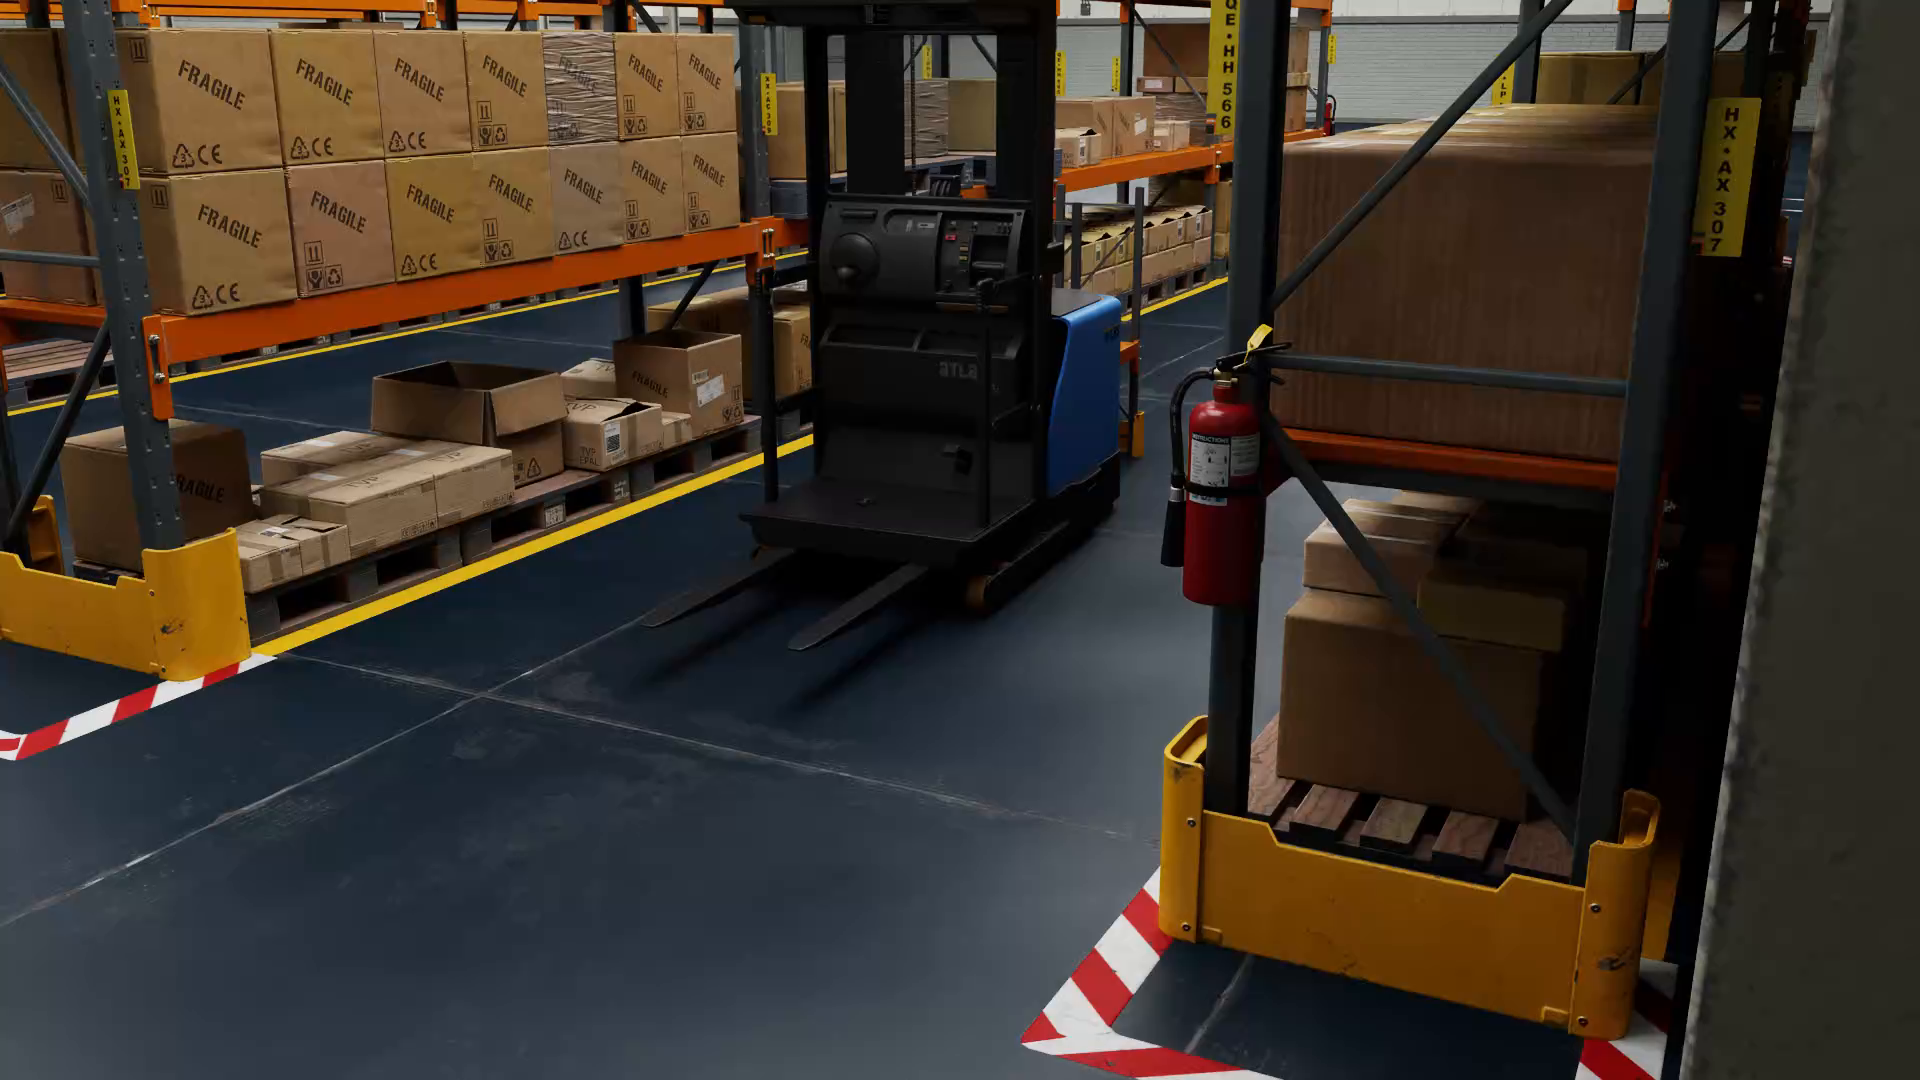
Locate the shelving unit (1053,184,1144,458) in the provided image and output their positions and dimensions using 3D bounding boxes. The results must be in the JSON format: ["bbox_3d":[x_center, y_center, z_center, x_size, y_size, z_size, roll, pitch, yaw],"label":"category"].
[{"bbox_3d":[0.567,-1.099,8.924,0.587,1.500,1.083,7,18,22],"label":"shelving unit"}]

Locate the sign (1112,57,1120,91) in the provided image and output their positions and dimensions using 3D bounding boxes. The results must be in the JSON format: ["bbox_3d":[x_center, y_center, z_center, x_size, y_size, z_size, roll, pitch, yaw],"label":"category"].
[{"bbox_3d":[1.544,-4.589,16.381,0.100,0.325,0.005,8,18,25],"label":"sign"}]

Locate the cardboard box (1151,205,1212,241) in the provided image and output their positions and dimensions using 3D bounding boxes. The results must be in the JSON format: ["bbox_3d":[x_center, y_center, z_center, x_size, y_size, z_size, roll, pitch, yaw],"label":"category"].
[{"bbox_3d":[2.117,-3.078,16.061,0.500,0.311,0.500,8,18,25],"label":"cardboard box"}]

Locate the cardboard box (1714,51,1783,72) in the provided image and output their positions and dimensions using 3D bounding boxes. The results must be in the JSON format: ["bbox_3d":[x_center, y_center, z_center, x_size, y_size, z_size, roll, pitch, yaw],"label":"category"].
[{"bbox_3d":[4.250,-2.567,9.183,0.500,0.250,0.500,8,18,24],"label":"cardboard box"}]

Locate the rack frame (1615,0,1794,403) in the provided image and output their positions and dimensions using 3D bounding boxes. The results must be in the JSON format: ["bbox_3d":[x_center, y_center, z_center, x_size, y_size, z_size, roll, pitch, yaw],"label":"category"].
[{"bbox_3d":[4.688,-2.418,10.730,1.000,3.000,0.127,8,18,25],"label":"rack frame"}]

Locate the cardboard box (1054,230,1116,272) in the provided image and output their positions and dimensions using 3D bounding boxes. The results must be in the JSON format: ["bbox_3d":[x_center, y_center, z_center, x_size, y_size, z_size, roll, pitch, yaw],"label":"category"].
[{"bbox_3d":[0.978,-2.430,13.878,0.500,0.311,0.500,8,18,24],"label":"cardboard box"}]

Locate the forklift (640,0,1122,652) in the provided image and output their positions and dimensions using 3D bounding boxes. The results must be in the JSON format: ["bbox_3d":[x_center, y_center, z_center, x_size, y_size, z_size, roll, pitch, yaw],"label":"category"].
[{"bbox_3d":[-0.252,-1.241,6.888,1.130,2.935,3.031,7,18,23],"label":"forklift"}]

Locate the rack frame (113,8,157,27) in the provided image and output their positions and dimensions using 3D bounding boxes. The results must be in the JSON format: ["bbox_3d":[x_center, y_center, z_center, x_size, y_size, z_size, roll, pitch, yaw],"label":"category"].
[{"bbox_3d":[-11.211,-5.984,22.737,1.000,3.000,0.127,8,18,25],"label":"rack frame"}]

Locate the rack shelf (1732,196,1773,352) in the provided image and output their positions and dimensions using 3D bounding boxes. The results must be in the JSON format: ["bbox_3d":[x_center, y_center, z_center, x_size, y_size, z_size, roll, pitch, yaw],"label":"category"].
[{"bbox_3d":[3.794,-1.564,9.118,1.077,0.370,4.000,8,18,25],"label":"rack shelf"}]

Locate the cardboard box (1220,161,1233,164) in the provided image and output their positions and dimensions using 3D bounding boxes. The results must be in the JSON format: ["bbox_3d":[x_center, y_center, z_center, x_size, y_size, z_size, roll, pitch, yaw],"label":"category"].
[{"bbox_3d":[3.169,-4.092,19.140,0.500,0.500,0.500,8,18,25],"label":"cardboard box"}]

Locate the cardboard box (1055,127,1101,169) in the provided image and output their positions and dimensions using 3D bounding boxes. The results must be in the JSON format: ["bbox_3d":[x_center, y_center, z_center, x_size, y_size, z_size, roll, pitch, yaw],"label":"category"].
[{"bbox_3d":[0.827,-3.208,13.546,0.500,0.311,0.500,8,18,25],"label":"cardboard box"}]

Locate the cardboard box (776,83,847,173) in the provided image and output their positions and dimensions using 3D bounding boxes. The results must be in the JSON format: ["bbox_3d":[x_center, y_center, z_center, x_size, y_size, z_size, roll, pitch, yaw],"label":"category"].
[{"bbox_3d":[-0.871,-2.553,10.272,0.700,0.500,0.500,12,20,34],"label":"cardboard box"}]

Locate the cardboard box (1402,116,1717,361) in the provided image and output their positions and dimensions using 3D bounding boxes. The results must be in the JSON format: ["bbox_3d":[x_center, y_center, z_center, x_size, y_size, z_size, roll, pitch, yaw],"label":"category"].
[{"bbox_3d":[1.996,-1.035,5.547,0.980,0.700,0.700,7,18,23],"label":"cardboard box"}]

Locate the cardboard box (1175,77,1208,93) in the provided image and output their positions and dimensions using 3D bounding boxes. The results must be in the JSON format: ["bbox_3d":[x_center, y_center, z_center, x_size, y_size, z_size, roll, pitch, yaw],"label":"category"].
[{"bbox_3d":[2.335,-4.469,16.320,0.380,0.149,0.250,8,18,25],"label":"cardboard box"}]

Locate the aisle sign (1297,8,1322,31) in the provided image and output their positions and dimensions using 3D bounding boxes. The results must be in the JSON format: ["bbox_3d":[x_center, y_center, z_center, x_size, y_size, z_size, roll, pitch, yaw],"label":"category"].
[{"bbox_3d":[4.121,-6.310,19.270,0.394,0.787,0.004,8,18,25],"label":"aisle sign"}]

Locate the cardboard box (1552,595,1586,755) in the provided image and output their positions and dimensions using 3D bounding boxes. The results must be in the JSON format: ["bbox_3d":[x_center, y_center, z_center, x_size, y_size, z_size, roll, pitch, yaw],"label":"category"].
[{"bbox_3d":[1.560,0.298,5.238,0.700,0.500,0.500,8,18,25],"label":"cardboard box"}]

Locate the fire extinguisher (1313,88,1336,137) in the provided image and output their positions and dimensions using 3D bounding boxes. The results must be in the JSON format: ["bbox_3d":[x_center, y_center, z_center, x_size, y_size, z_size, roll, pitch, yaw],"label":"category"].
[{"bbox_3d":[4.297,-5.019,19.623,0.296,0.674,0.183,8,18,25],"label":"fire extinguisher"}]

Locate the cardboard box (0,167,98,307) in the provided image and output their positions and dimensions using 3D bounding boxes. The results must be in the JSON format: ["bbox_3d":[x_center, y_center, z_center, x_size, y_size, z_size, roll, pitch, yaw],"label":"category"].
[{"bbox_3d":[-3.364,-1.206,6.475,0.500,0.500,0.500,9,19,27],"label":"cardboard box"}]

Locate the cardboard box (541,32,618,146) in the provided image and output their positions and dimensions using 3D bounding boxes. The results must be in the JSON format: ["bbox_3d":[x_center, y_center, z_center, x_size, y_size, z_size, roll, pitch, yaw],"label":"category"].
[{"bbox_3d":[-1.979,-2.135,7.845,0.500,0.500,0.500,8,18,26],"label":"cardboard box"}]

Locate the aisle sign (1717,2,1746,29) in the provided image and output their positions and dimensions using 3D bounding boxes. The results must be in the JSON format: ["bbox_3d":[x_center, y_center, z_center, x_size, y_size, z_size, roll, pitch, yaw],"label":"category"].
[{"bbox_3d":[8.026,-5.758,17.411,0.394,0.787,0.004,8,18,25],"label":"aisle sign"}]

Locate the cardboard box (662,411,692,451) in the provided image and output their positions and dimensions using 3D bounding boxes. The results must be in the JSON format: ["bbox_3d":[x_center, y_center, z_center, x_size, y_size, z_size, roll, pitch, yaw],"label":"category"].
[{"bbox_3d":[-1.648,-0.588,8.804,0.380,0.149,0.250,8,18,25],"label":"cardboard box"}]

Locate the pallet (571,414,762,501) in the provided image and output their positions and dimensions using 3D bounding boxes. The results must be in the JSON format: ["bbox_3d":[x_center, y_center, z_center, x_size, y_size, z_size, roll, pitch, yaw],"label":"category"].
[{"bbox_3d":[-1.841,-0.517,9.227,1.003,0.211,1.213,8,18,25],"label":"pallet"}]

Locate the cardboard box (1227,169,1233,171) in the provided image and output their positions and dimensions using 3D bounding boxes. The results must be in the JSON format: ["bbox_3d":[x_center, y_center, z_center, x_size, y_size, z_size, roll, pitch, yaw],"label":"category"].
[{"bbox_3d":[3.197,-3.769,18.055,0.500,0.500,0.500,8,18,25],"label":"cardboard box"}]

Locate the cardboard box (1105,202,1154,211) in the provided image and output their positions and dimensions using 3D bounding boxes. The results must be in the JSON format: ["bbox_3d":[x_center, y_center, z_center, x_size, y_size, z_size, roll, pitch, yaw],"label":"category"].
[{"bbox_3d":[1.634,-3.144,16.283,0.500,0.311,0.500,8,18,26],"label":"cardboard box"}]

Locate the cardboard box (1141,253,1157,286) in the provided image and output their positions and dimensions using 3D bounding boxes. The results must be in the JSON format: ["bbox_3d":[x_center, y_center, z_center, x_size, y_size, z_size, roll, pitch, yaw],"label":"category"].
[{"bbox_3d":[1.431,-2.418,14.823,0.500,0.250,0.500,9,19,26],"label":"cardboard box"}]

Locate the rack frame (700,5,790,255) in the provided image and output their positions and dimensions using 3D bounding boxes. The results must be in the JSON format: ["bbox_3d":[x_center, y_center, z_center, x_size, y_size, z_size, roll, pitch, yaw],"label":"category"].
[{"bbox_3d":[-2.388,-4.697,18.404,1.000,3.000,0.127,8,18,25],"label":"rack frame"}]

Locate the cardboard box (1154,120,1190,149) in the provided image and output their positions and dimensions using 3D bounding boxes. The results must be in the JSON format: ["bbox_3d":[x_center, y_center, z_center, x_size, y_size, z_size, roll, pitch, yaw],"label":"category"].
[{"bbox_3d":[1.861,-3.863,15.860,0.500,0.250,0.500,9,19,29],"label":"cardboard box"}]

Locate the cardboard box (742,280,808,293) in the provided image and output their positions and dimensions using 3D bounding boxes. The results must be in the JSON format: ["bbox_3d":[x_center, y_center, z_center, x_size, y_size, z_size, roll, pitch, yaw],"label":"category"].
[{"bbox_3d":[-1.116,-1.456,11.108,0.500,0.500,0.500,8,18,26],"label":"cardboard box"}]

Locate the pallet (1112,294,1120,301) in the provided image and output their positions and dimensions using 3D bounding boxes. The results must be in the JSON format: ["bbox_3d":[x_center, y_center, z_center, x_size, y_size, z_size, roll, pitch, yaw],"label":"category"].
[{"bbox_3d":[0.657,-1.915,13.935,1.003,0.211,1.213,8,18,25],"label":"pallet"}]

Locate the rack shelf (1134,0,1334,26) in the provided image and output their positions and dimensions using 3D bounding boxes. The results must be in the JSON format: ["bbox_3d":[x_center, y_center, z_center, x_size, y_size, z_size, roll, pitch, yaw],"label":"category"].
[{"bbox_3d":[2.935,-5.668,17.670,1.077,0.370,4.000,8,18,25],"label":"rack shelf"}]

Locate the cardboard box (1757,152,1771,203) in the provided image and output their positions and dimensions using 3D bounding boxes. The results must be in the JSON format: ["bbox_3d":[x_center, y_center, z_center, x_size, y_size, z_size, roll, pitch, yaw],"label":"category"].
[{"bbox_3d":[4.025,-2.076,8.845,0.500,0.500,0.500,9,19,27],"label":"cardboard box"}]

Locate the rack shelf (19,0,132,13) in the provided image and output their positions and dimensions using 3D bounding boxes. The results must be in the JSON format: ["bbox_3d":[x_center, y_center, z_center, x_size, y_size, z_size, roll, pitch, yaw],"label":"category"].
[{"bbox_3d":[-6.856,-3.243,9.504,1.077,0.370,4.000,8,18,25],"label":"rack shelf"}]

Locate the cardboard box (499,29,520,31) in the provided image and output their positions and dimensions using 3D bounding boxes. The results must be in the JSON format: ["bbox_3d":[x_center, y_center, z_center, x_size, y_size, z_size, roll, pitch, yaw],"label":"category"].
[{"bbox_3d":[-5.945,-6.334,21.462,0.500,0.500,0.500,8,18,25],"label":"cardboard box"}]

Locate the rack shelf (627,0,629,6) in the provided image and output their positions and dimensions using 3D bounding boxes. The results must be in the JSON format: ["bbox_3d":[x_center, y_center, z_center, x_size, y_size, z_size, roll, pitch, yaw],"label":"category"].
[{"bbox_3d":[-0.639,-3.631,10.809,1.077,0.370,4.000,8,18,25],"label":"rack shelf"}]

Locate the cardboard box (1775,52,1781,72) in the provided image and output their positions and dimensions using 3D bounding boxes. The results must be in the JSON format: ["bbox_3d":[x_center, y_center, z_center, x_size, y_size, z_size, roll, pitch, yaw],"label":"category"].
[{"bbox_3d":[4.023,-2.437,8.746,0.500,0.250,0.500,8,18,24],"label":"cardboard box"}]

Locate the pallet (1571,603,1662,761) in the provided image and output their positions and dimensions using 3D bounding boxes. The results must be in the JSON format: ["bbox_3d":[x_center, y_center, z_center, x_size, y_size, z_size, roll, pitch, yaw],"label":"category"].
[{"bbox_3d":[1.946,0.433,6.028,1.003,0.211,1.213,8,18,25],"label":"pallet"}]

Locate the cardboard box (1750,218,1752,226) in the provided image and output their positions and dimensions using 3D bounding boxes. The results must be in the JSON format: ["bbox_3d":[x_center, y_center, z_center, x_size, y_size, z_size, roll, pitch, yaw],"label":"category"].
[{"bbox_3d":[4.103,-1.795,9.041,0.380,0.149,0.250,8,18,24],"label":"cardboard box"}]

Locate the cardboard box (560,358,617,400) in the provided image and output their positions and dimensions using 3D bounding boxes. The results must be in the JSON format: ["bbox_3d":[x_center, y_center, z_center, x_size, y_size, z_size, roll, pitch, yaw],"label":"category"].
[{"bbox_3d":[-1.914,-0.871,9.471,0.500,0.311,0.500,8,18,25],"label":"cardboard box"}]

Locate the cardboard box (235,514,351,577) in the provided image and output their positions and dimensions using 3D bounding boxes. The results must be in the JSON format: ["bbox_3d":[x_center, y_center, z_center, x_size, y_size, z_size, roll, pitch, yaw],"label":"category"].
[{"bbox_3d":[-2.714,0.011,6.755,0.380,0.166,0.250,8,18,25],"label":"cardboard box"}]

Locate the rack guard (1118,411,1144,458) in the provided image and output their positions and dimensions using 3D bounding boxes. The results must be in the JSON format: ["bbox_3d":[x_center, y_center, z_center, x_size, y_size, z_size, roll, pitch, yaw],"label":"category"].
[{"bbox_3d":[0.765,-0.630,9.540,0.587,0.250,0.087,7,18,22],"label":"rack guard"}]

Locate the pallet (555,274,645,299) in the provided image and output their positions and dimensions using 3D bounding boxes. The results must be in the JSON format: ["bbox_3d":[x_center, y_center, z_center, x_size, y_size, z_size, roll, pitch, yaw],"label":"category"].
[{"bbox_3d":[-3.795,-2.534,16.019,1.003,0.211,1.213,8,18,25],"label":"pallet"}]

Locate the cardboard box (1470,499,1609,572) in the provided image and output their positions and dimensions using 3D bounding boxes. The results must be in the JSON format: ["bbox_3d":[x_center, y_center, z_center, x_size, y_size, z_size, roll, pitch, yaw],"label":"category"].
[{"bbox_3d":[1.797,-0.021,5.173,0.380,0.149,0.250,8,18,26],"label":"cardboard box"}]

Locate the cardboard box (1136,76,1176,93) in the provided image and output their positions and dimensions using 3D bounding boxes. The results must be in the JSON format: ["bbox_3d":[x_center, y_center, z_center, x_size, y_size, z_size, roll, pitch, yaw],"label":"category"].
[{"bbox_3d":[1.971,-4.521,16.498,0.380,0.149,0.250,8,18,25],"label":"cardboard box"}]

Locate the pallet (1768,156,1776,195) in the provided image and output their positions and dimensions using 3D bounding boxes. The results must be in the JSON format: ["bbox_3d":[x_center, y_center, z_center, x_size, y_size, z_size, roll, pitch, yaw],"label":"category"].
[{"bbox_3d":[4.911,-2.521,11.414,1.213,0.211,1.003,8,18,25],"label":"pallet"}]

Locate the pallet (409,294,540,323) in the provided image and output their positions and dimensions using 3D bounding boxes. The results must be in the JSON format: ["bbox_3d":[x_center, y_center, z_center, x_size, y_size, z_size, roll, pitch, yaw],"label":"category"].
[{"bbox_3d":[-4.490,-2.135,14.677,1.003,0.211,1.213,8,18,25],"label":"pallet"}]

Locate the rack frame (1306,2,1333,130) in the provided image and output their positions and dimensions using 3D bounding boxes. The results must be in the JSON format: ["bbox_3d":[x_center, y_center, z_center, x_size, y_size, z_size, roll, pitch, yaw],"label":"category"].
[{"bbox_3d":[3.829,-5.085,19.710,1.000,3.000,0.127,8,18,25],"label":"rack frame"}]

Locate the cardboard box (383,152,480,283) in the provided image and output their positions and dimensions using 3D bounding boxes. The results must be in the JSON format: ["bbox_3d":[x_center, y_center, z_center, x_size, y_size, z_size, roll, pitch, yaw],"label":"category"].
[{"bbox_3d":[-2.434,-1.396,7.116,0.500,0.500,0.500,8,18,25],"label":"cardboard box"}]

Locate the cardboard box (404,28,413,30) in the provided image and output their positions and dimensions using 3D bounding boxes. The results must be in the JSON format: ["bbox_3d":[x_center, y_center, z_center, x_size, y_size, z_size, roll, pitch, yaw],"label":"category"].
[{"bbox_3d":[-6.864,-6.147,20.831,0.500,0.500,0.500,8,18,25],"label":"cardboard box"}]

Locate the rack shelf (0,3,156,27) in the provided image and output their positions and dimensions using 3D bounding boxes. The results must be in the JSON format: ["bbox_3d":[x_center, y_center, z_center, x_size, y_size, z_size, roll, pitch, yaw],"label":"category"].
[{"bbox_3d":[-12.105,-6.568,20.697,1.077,0.370,4.000,8,18,25],"label":"rack shelf"}]

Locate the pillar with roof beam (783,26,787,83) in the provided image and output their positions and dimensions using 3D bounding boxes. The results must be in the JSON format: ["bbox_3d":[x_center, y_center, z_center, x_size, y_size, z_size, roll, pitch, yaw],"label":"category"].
[{"bbox_3d":[-2.200,-18.144,53.142,9.100,9.000,0.400,8,18,25],"label":"pillar with roof beam"}]

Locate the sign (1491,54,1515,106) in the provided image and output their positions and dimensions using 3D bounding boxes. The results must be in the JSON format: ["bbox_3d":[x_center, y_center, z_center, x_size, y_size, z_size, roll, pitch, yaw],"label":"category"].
[{"bbox_3d":[2.410,-1.983,7.370,0.100,0.325,0.005,8,18,25],"label":"sign"}]

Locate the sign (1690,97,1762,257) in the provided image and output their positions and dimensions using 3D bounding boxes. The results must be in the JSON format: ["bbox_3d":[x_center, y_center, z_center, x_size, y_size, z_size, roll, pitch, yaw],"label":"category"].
[{"bbox_3d":[1.607,-0.761,3.492,0.100,0.325,0.005,8,18,25],"label":"sign"}]
